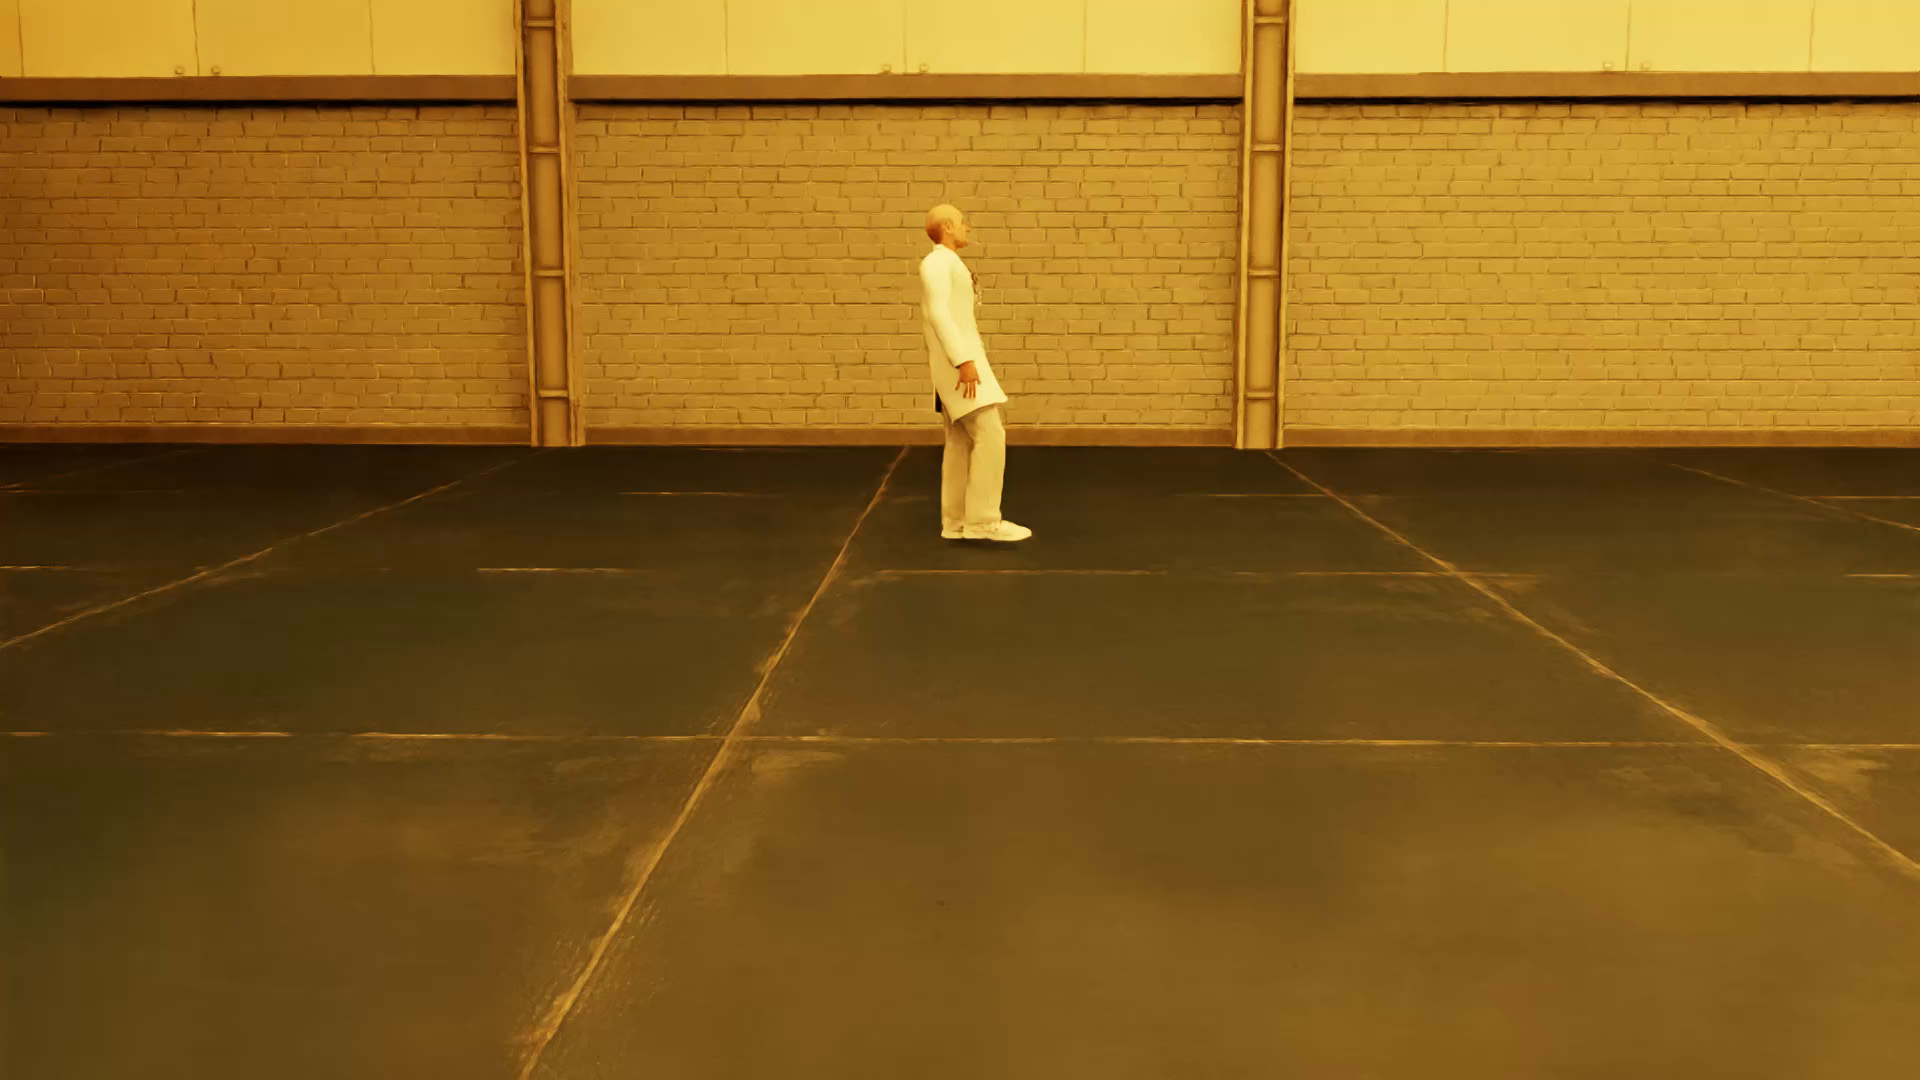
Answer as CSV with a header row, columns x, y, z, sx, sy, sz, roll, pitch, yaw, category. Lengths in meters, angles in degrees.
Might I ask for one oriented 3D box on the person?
x,y,z,sx,sy,sz,roll,pitch,yaw,category
0.088,-0.886,8.860,0.586,1.775,0.694,0,9,1,person
